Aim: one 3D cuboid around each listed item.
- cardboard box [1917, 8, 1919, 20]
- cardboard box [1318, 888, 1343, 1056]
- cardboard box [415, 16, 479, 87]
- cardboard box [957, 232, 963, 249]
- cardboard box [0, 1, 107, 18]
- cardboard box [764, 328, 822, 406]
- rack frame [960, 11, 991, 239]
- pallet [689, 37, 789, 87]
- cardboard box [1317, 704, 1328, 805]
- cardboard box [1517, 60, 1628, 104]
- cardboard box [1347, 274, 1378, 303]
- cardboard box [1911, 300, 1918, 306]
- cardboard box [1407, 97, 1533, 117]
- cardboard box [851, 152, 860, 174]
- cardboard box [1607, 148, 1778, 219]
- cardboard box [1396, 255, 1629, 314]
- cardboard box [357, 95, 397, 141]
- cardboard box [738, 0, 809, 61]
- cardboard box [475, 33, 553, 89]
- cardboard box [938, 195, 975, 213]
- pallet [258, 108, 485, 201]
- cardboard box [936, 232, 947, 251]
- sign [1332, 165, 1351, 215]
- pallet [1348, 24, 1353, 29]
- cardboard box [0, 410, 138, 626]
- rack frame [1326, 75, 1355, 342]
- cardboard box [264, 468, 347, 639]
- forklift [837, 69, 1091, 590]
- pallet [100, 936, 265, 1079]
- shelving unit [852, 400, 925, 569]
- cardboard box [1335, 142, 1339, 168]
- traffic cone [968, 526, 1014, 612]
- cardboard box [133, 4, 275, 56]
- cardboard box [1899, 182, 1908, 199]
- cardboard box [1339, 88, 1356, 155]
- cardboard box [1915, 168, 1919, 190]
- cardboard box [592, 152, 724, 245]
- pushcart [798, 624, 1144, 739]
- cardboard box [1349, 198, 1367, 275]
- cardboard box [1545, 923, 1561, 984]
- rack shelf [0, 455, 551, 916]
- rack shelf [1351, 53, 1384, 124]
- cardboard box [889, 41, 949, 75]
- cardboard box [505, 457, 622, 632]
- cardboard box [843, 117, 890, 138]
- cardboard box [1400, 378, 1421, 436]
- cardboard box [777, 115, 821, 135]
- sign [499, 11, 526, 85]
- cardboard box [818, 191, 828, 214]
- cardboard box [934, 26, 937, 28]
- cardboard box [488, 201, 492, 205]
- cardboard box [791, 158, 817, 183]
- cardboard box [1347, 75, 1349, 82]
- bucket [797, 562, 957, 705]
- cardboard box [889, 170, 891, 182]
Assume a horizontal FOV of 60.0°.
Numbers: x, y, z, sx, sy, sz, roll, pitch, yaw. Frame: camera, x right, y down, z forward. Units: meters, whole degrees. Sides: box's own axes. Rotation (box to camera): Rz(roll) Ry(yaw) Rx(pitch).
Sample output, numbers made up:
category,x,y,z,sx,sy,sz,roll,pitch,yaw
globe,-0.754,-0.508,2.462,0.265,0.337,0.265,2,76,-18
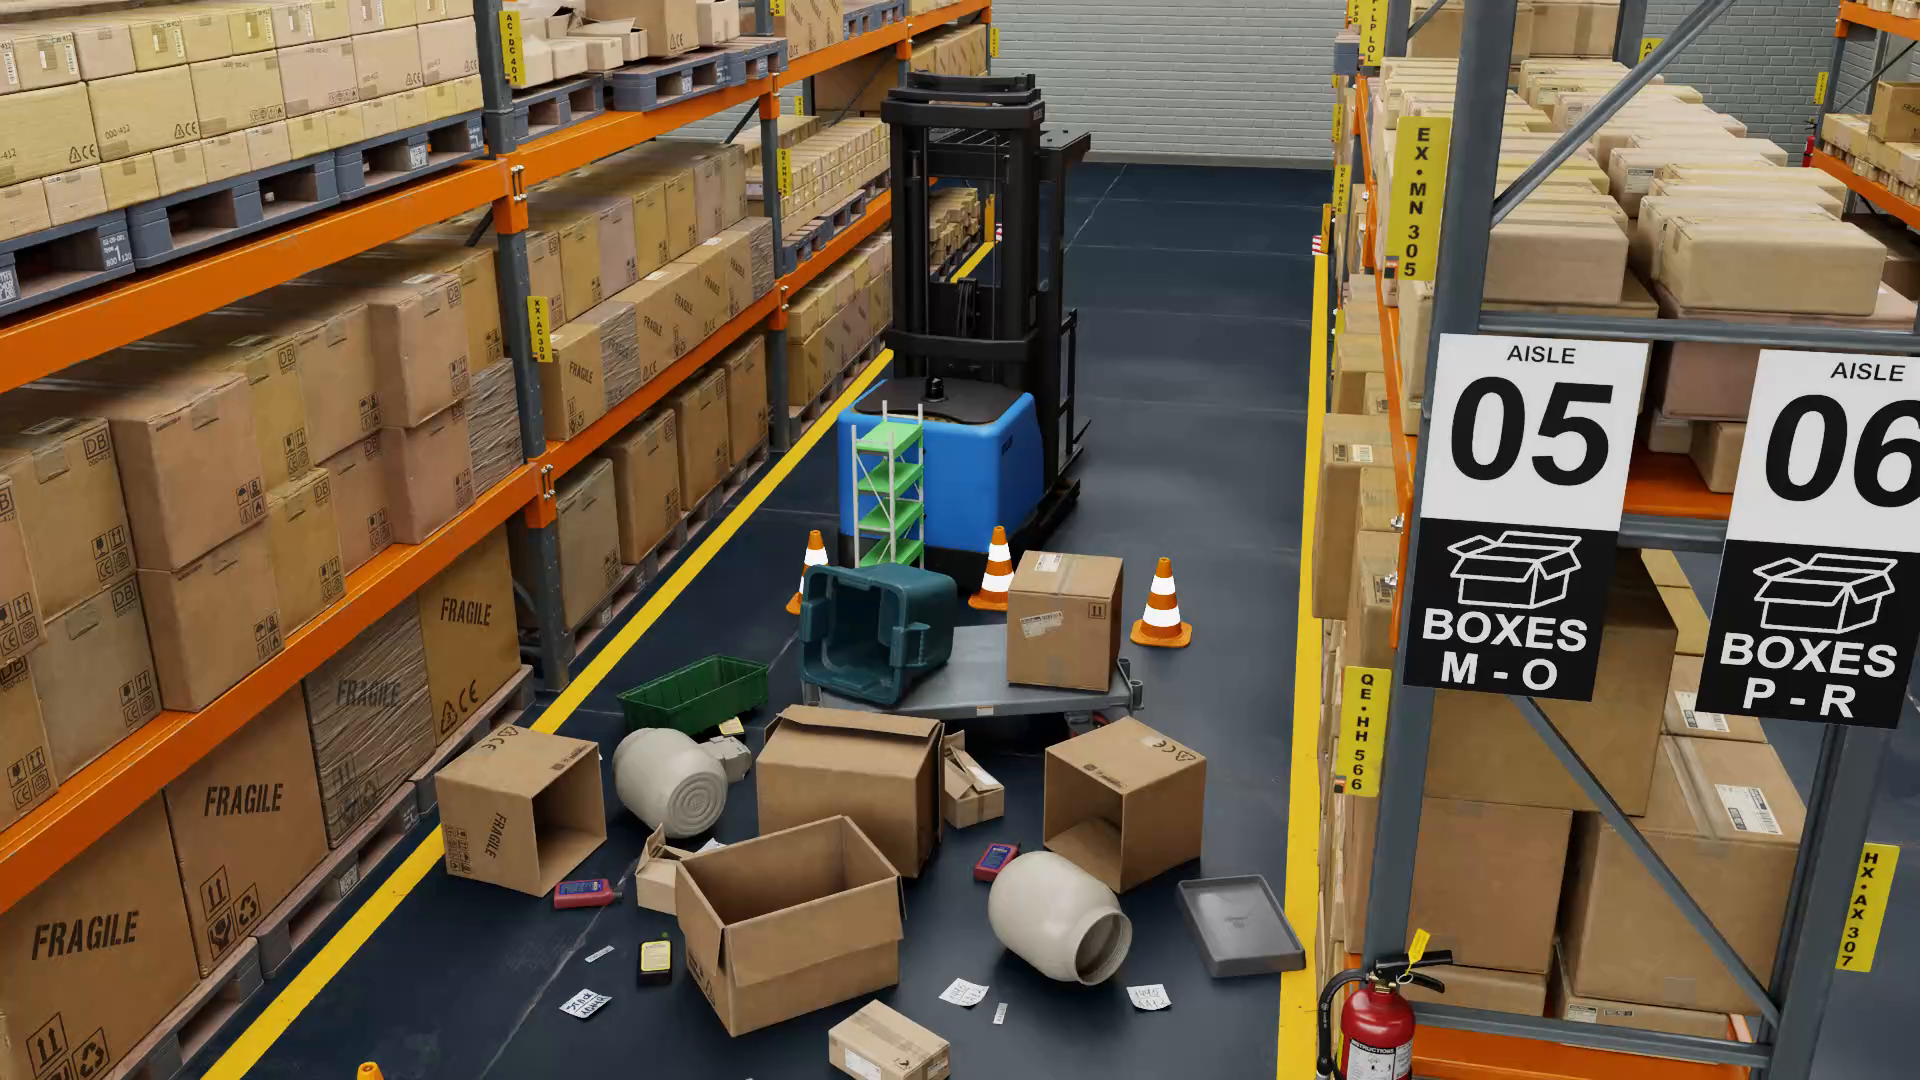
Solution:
category,x,y,z,sx,sy,sz,roll,pitch,yaw
cardboard box,8.845,-4.734,14.914,0.380,0.149,0.250,5,22,11
cardboard box,1.464,1.400,5.477,0.500,0.500,0.500,5,23,13
cardboard box,-2.446,-2.134,7.227,0.500,0.250,0.500,4,22,10
cardboard box,-0.172,-3.304,18.295,0.380,0.149,0.250,3,22,9
cardboard box,-3.315,-1.854,6.001,0.380,0.149,0.250,4,22,11
cardboard box,-1.387,-1.370,13.023,0.500,0.500,0.500,4,22,9
rack frame,-0.149,-5.021,19.305,1.000,3.000,0.127,4,22,11
pallet,-1.861,-3.159,10.920,1.213,0.211,1.003,6,23,13
cardboard box,1.884,0.984,7.513,0.500,0.250,0.500,3,22,8
cardboard box,2.418,-1.804,6.571,0.380,0.149,0.250,5,22,12
cardboard box,1.967,-0.796,6.943,0.700,0.500,0.500,4,22,10
cardboard box,8.661,-2.124,15.209,0.396,0.266,0.258,5,23,13
cardboard box,1.673,-1.366,5.483,0.380,0.149,0.250,4,22,10
cardboard box,-1.065,-3.231,14.237,0.380,0.149,0.250,3,22,8
cardboard box,1.953,-0.952,4.456,0.380,0.149,0.250,4,22,11
cardboard box,1.411,-0.679,4.312,0.500,0.250,0.500,4,22,10
cardboard box,-2.513,-1.710,6.710,0.380,0.149,0.250,5,22,11
cardboard box,-1.404,-3.721,11.929,0.500,0.500,0.500,4,22,11
cardboard box,-2.230,-2.404,8.276,0.258,0.266,0.396,4,22,10
cardboard box,-0.045,-3.764,18.643,0.380,0.149,0.250,4,22,10
pallet,-2.774,-1.684,7.123,1.003,0.211,1.213,4,22,11
cardboard box,-0.349,-3.152,17.522,0.380,0.149,0.250,4,22,11
sign,2.541,-2.333,11.081,0.100,0.325,0.005,4,22,11
pallet,3.390,-3.707,12.281,1.003,0.211,1.213,6,23,13
cardboard box,-3.278,-0.081,5.392,0.875,0.550,0.550,4,22,11
rack frame,3.902,-3.218,14.827,1.000,3.000,0.127,4,22,11
cardboard box,-2.986,0.027,6.571,0.875,0.550,0.500,4,22,11
forklift,0.195,-1.581,10.855,1.130,2.935,3.031,7,23,17
pallet,-3.327,1.826,6.037,1.003,0.211,1.213,4,22,11
shelving unit,-0.408,-0.151,9.621,0.258,1.200,0.503,7,23,17
cardboard box,3.934,-3.827,16.206,0.500,0.500,0.500,4,22,10
traffic cone,0.232,0.143,9.880,0.336,0.463,0.334,4,22,11
cardboard box,-2.669,-1.805,5.877,0.380,0.149,0.250,5,22,12
cardboard box,8.721,-3.147,14.990,0.380,0.149,0.250,5,22,12
cardboard box,3.530,-3.589,14.277,0.500,0.500,0.500,5,22,12
cardboard box,8.627,-3.114,14.372,0.500,0.250,0.500,5,22,12
cardboard box,-1.984,-2.257,10.969,0.700,0.500,0.500,4,22,10
pushcart,0.027,0.769,8.439,1.648,0.377,0.936,-3,22,-8
cardboard box,2.668,-1.796,10.203,0.500,0.500,0.500,6,23,14
cardboard box,1.762,1.086,4.479,0.380,0.149,0.250,5,22,12
rack shelf,-3.005,0.433,6.726,1.077,0.370,4.000,4,22,11
rack shelf,3.494,-3.544,12.585,1.077,0.370,4.000,4,22,11
cardboard box,-0.410,-4.725,16.700,0.500,0.500,0.500,5,22,12
cardboard box,-2.559,-0.017,9.330,1.050,0.750,0.750,4,22,11
cardboard box,-0.856,-3.750,15.128,0.380,0.149,0.250,5,23,13
cardboard box,1.271,-0.349,4.026,0.380,0.149,0.250,5,22,11
cardboard box,-1.496,-3.803,15.259,0.380,0.149,0.250,6,23,14
sign,-2.054,-2.258,7.633,0.100,0.325,0.005,4,22,11
cardboard box,-1.277,-2.715,13.353,0.380,0.149,0.250,5,23,13
cardboard box,-0.500,-5.525,18.686,0.500,0.500,0.500,4,22,11
cardboard box,-5.403,-3.747,18.423,0.875,0.875,0.875,4,22,11
cardboard box,-1.336,-2.888,12.987,0.380,0.149,0.250,4,22,9
cardboard box,3.653,-4.165,14.841,0.380,0.149,0.250,4,22,10
bucket,-0.368,0.407,8.176,0.726,0.611,0.620,13,15,29
cardboard box,-0.587,-3.520,15.915,0.380,0.149,0.250,5,23,13
